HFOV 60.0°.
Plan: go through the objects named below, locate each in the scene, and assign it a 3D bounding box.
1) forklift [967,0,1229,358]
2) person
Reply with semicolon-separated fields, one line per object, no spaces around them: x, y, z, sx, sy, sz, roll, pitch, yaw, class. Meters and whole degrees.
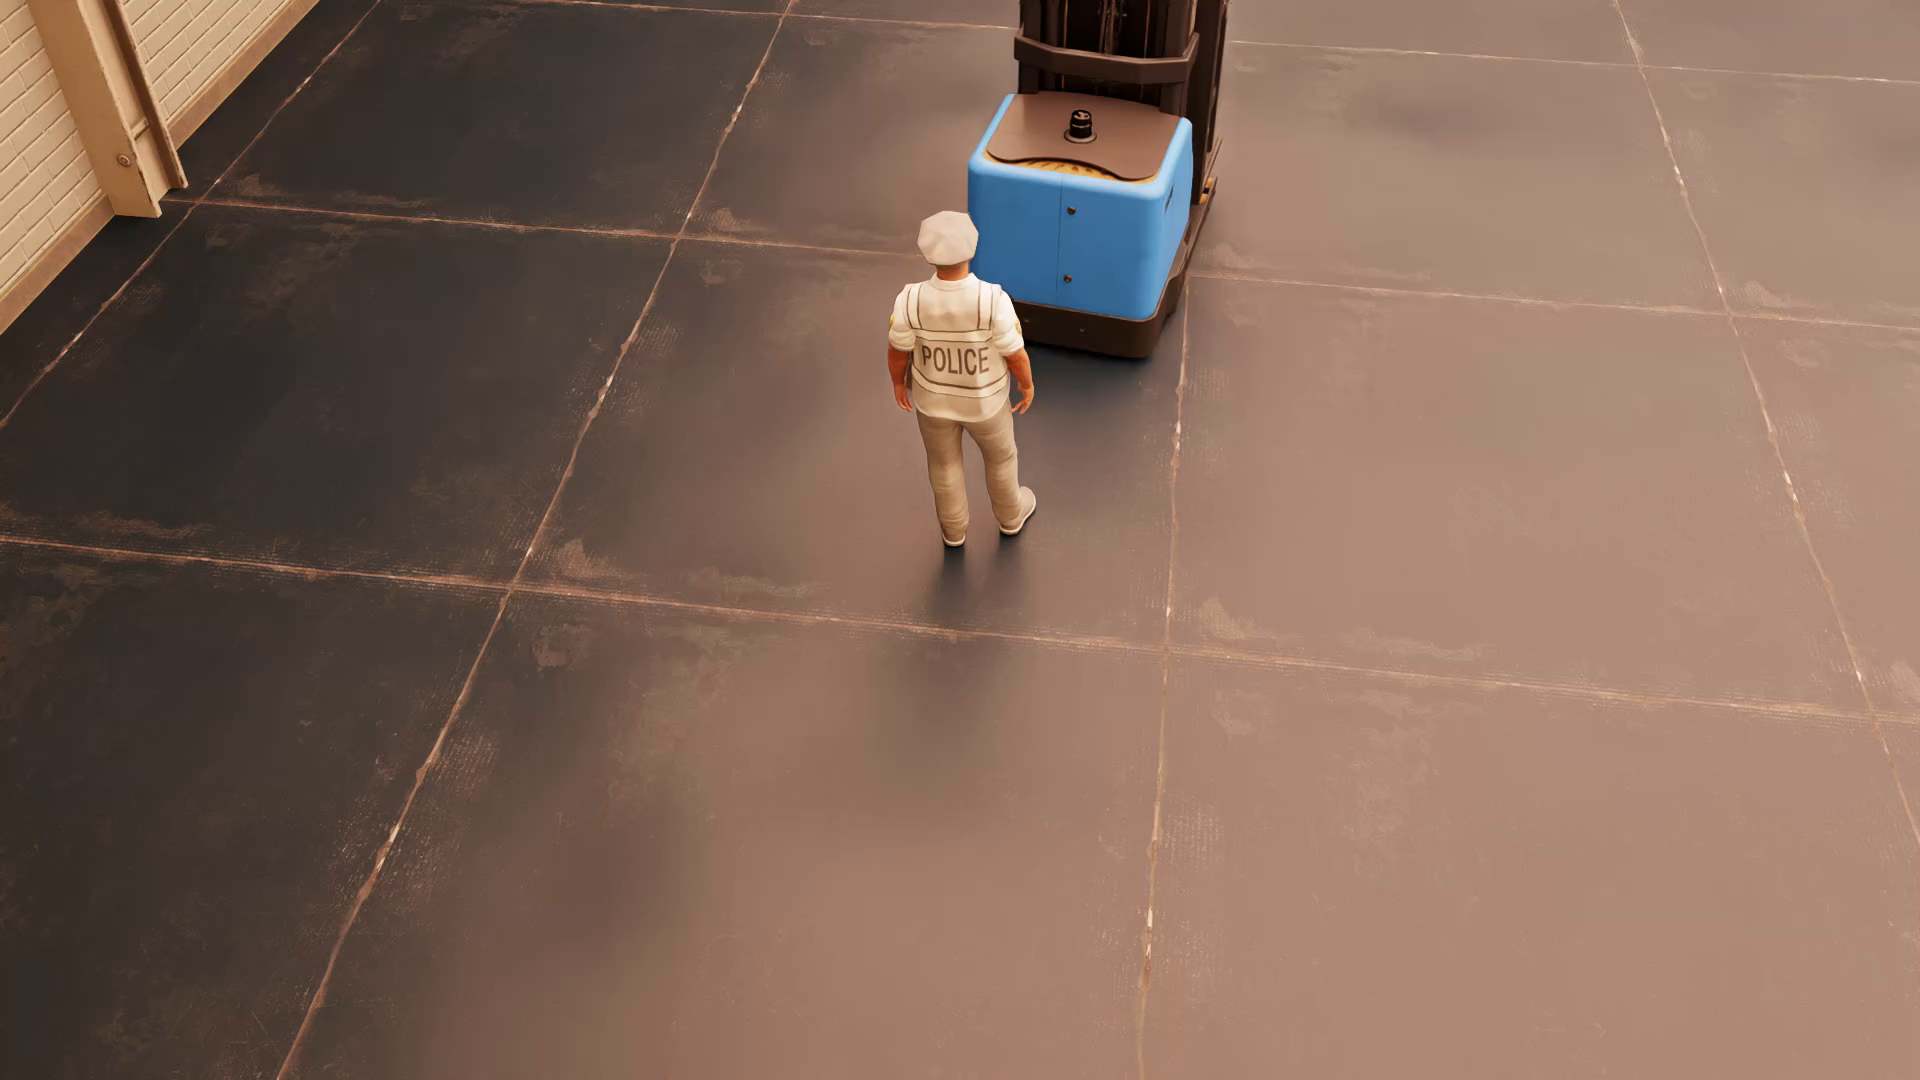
0.931;-3.057;9.052;1.130;2.935;3.031;11;44;12;forklift
0.022;-0.713;7.339;0.641;1.779;0.574;5;43;6;person
